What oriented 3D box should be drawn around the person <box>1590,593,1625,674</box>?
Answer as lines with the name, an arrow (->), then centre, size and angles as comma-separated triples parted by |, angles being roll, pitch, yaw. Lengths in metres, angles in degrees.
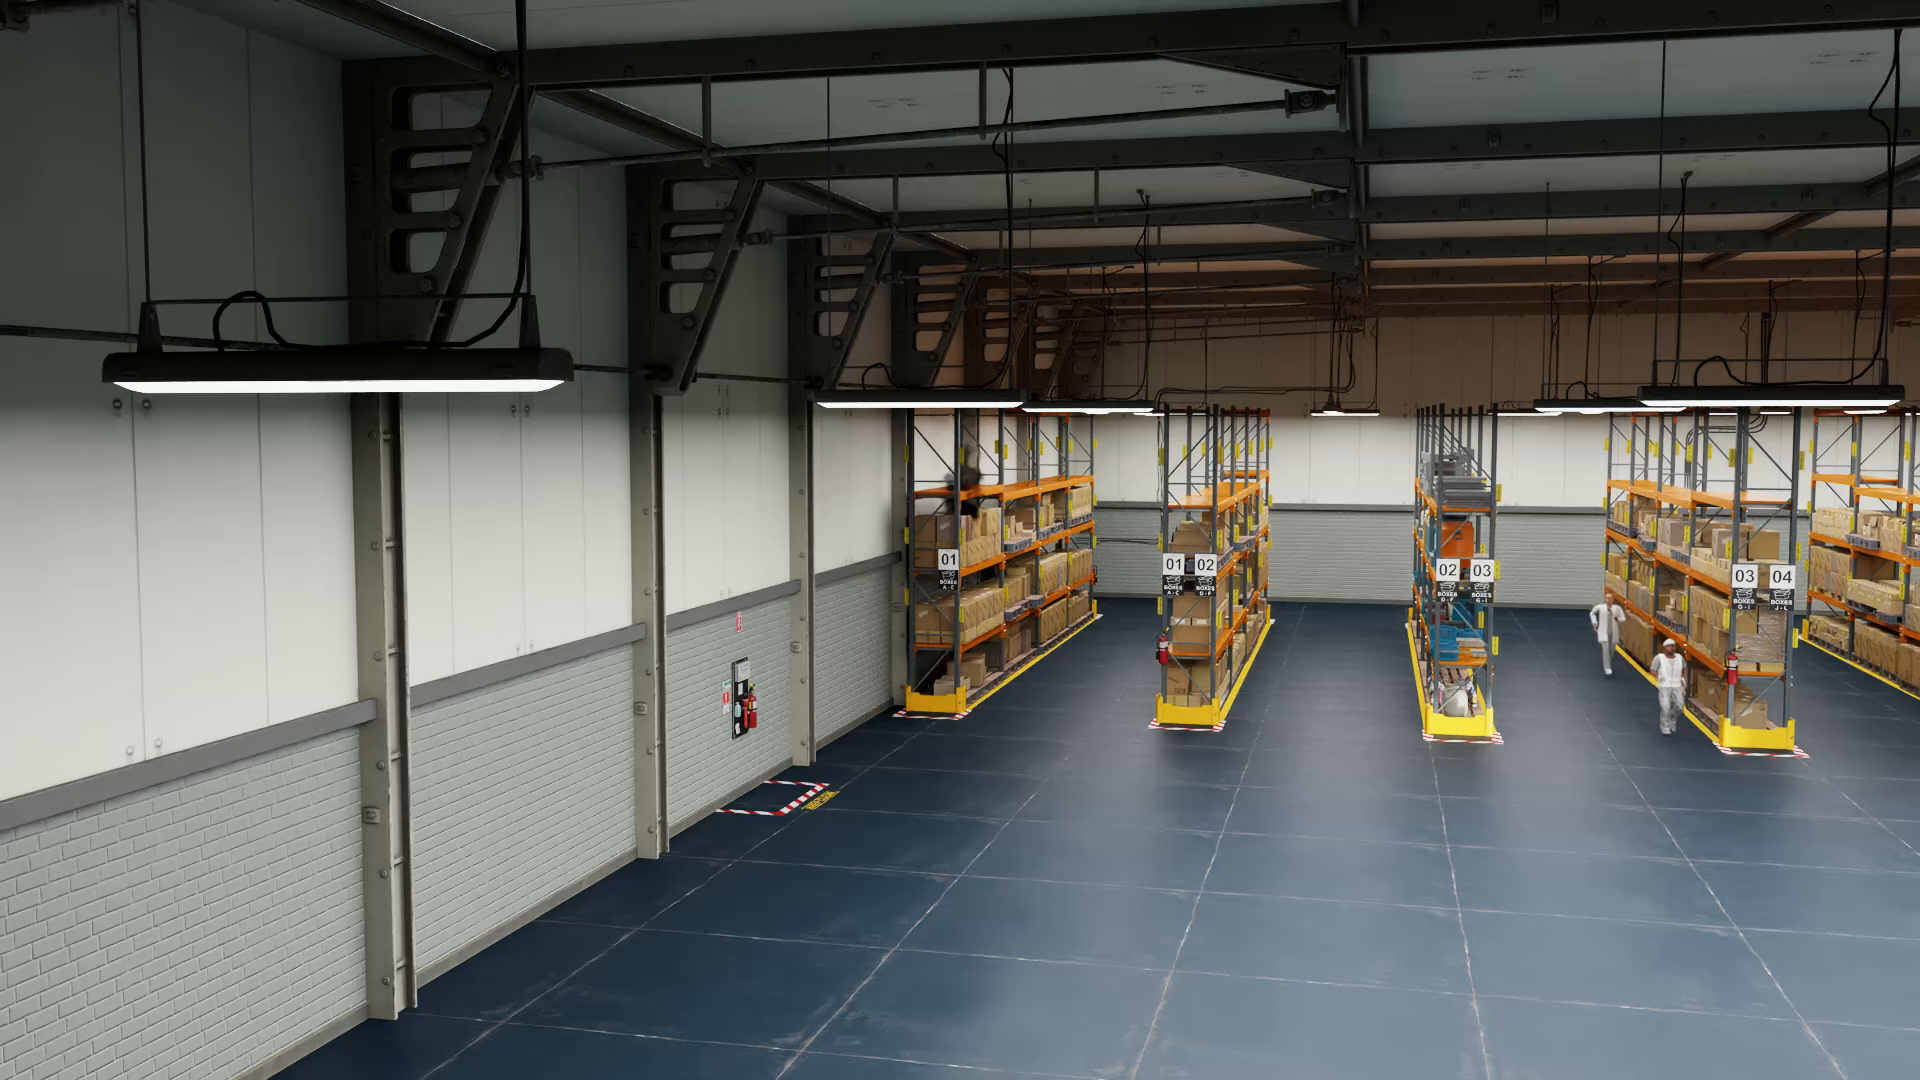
person -> 14.579, 2.081, 37.408 | 0.692, 1.763, 1.064 | 1, 4, 8

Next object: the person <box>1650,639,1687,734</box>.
person -> 12.825, 2.659, 30.008 | 0.669, 1.737, 0.589 | 1, 4, 8
